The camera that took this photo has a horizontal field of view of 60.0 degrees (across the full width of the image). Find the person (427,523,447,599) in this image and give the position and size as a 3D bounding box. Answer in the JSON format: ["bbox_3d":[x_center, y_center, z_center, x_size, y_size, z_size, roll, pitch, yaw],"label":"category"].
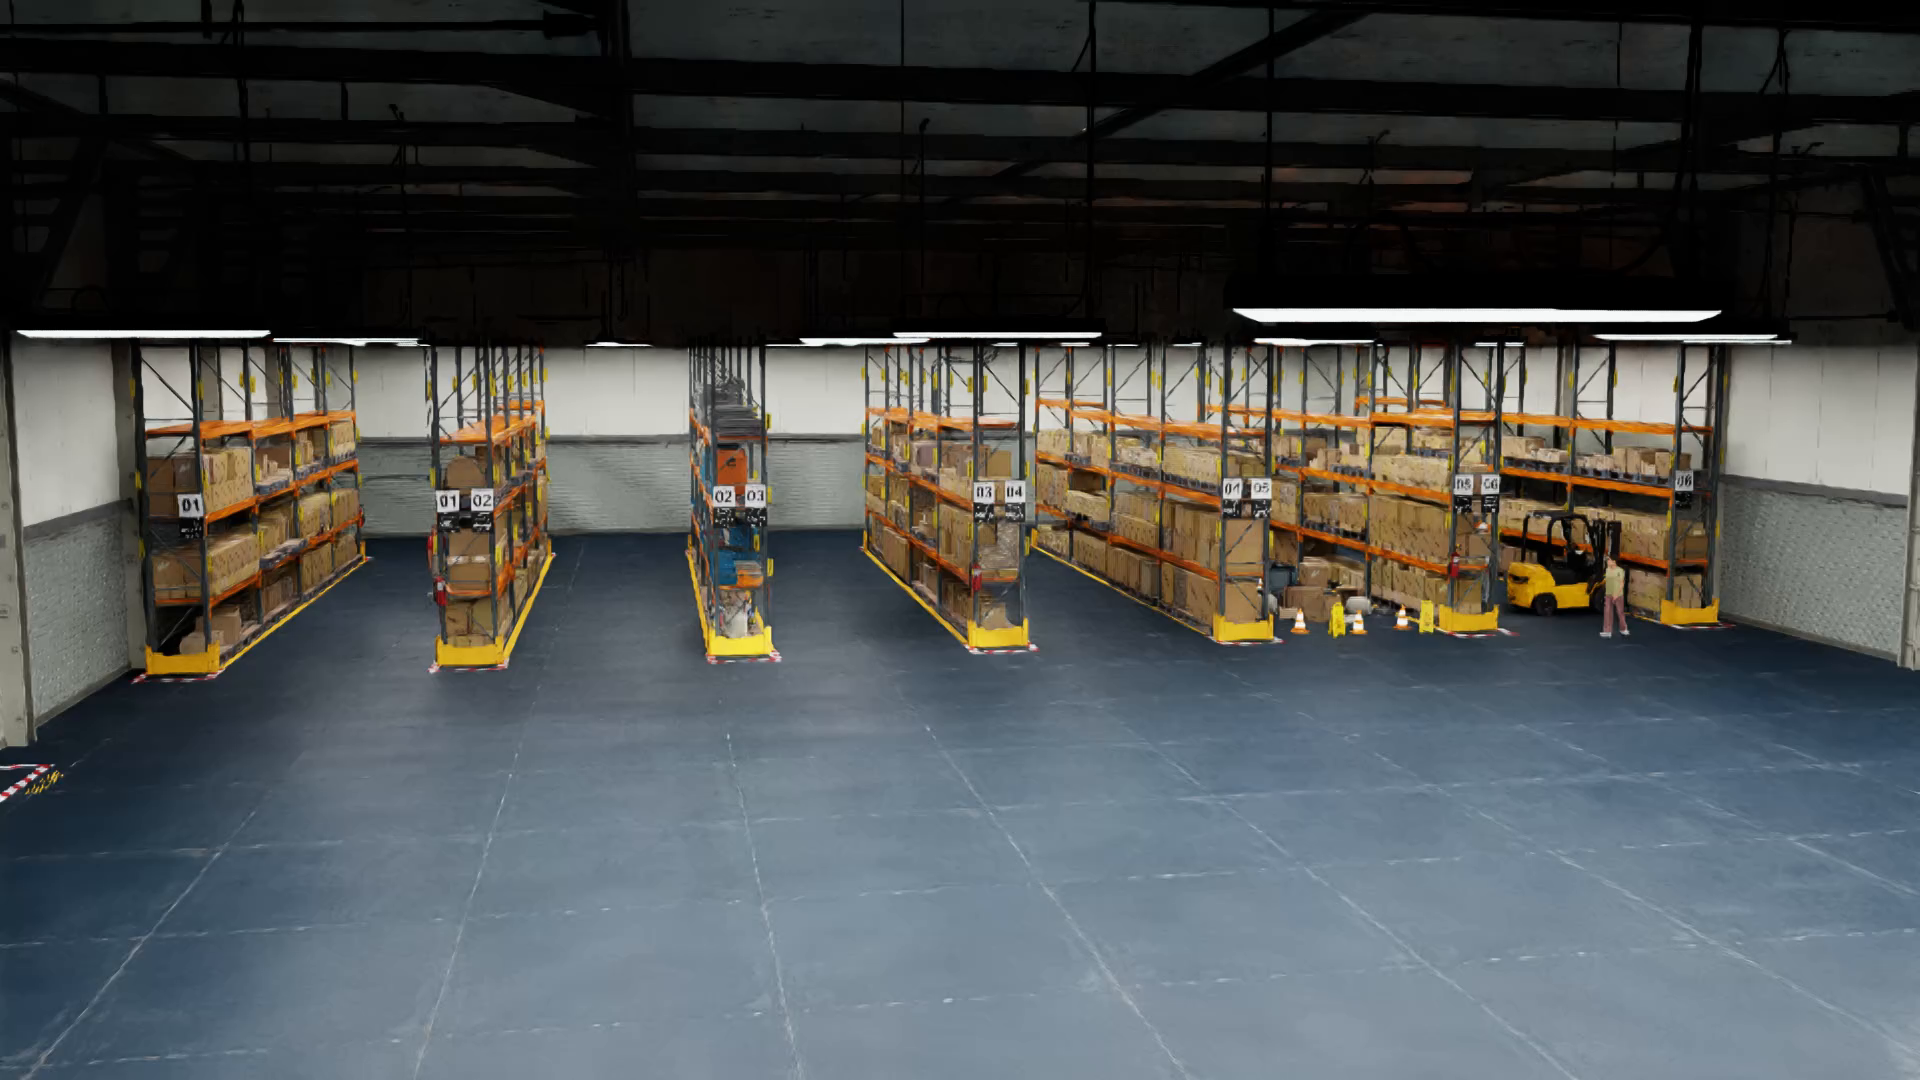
[{"bbox_3d":[-12.092,0.476,38.253,0.490,1.731,0.588,2,7,20],"label":"person"}]

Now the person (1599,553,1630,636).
[{"bbox_3d":[13.123,1.094,33.283,0.700,1.664,0.483,-5,8,-39],"label":"person"}]

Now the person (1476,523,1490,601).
[{"bbox_3d":[11.873,0.490,37.924,0.580,1.763,0.673,2,7,20],"label":"person"}]
